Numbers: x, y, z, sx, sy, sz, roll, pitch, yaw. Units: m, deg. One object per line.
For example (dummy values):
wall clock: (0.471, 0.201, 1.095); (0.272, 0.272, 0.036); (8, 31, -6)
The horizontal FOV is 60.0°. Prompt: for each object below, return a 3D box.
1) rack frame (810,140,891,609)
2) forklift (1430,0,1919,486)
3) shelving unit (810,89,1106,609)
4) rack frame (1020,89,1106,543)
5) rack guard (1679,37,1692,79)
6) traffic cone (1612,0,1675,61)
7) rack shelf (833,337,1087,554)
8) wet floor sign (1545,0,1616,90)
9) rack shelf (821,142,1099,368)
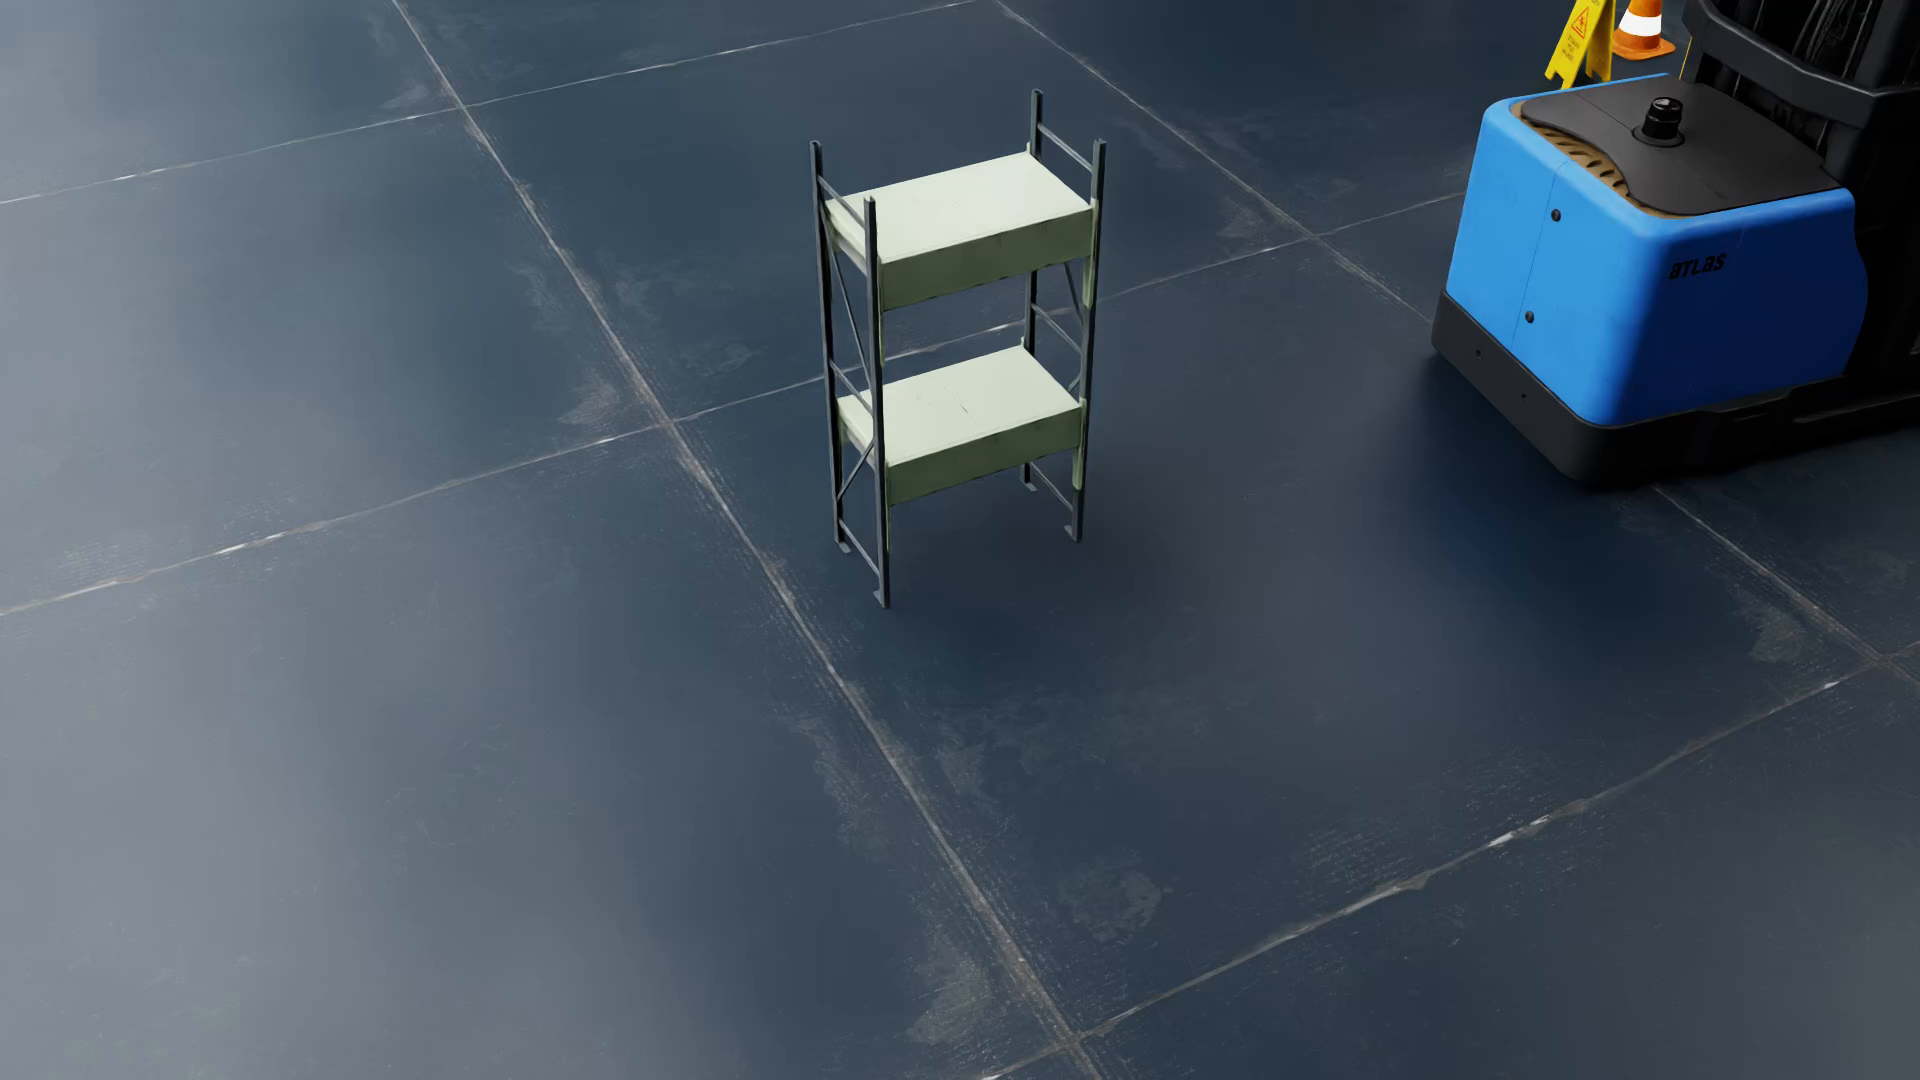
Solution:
rack frame: (-0.331, -0.461, 5.134); (0.023, 1.500, 0.400); (-19, 44, -21)
forklift: (3.432, -1.884, 5.708); (3.031, 2.935, 1.130); (-13, 42, -14)
shelving unit: (-0.006, -0.570, 5.263); (0.755, 1.500, 0.431); (-19, 44, -21)
rack frame: (0.319, -0.680, 5.392); (0.023, 1.500, 0.400); (-19, 44, -21)
rack guard: (3.880, -1.982, 7.705); (0.348, 0.500, 1.175); (-19, 44, -21)
traffic cone: (3.598, -2.813, 8.715); (0.334, 0.463, 0.336); (-19, 44, -21)
rack shelf: (-0.006, -0.322, 5.474); (0.720, 0.370, 0.431); (-19, 44, -21)
wet floor sign: (3.150, -2.572, 8.288); (0.232, 0.644, 0.267); (-5, 40, -6)
rack shelf: (-0.006, -0.868, 5.011); (0.720, 0.370, 0.431); (-19, 44, -21)
